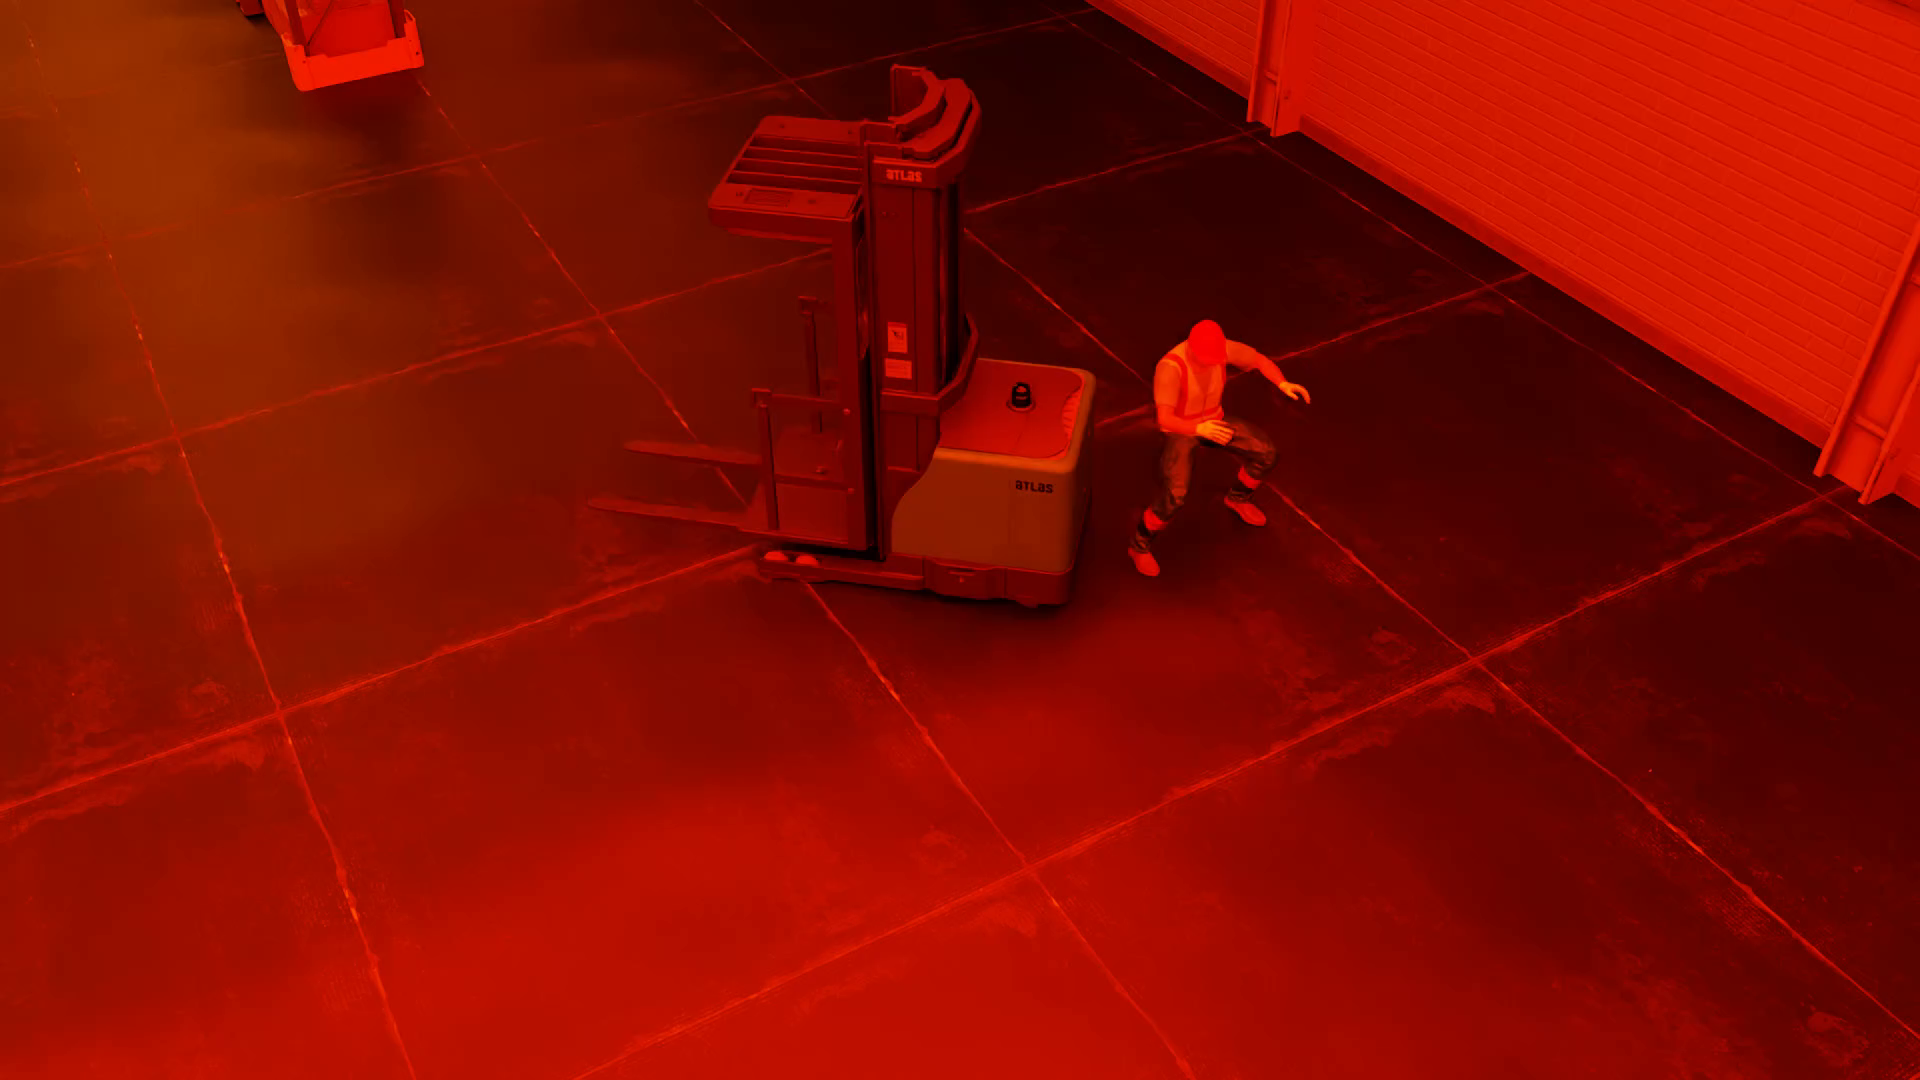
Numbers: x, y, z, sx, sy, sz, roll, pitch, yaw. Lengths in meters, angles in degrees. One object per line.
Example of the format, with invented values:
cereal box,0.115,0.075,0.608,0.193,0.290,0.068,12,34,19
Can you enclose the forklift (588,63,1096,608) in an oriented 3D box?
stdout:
forklift,-0.747,-1.195,9.476,3.031,2.935,1.130,7,40,9

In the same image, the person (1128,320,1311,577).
person,1.479,-0.627,9.899,1.025,1.520,0.749,-16,42,-18
